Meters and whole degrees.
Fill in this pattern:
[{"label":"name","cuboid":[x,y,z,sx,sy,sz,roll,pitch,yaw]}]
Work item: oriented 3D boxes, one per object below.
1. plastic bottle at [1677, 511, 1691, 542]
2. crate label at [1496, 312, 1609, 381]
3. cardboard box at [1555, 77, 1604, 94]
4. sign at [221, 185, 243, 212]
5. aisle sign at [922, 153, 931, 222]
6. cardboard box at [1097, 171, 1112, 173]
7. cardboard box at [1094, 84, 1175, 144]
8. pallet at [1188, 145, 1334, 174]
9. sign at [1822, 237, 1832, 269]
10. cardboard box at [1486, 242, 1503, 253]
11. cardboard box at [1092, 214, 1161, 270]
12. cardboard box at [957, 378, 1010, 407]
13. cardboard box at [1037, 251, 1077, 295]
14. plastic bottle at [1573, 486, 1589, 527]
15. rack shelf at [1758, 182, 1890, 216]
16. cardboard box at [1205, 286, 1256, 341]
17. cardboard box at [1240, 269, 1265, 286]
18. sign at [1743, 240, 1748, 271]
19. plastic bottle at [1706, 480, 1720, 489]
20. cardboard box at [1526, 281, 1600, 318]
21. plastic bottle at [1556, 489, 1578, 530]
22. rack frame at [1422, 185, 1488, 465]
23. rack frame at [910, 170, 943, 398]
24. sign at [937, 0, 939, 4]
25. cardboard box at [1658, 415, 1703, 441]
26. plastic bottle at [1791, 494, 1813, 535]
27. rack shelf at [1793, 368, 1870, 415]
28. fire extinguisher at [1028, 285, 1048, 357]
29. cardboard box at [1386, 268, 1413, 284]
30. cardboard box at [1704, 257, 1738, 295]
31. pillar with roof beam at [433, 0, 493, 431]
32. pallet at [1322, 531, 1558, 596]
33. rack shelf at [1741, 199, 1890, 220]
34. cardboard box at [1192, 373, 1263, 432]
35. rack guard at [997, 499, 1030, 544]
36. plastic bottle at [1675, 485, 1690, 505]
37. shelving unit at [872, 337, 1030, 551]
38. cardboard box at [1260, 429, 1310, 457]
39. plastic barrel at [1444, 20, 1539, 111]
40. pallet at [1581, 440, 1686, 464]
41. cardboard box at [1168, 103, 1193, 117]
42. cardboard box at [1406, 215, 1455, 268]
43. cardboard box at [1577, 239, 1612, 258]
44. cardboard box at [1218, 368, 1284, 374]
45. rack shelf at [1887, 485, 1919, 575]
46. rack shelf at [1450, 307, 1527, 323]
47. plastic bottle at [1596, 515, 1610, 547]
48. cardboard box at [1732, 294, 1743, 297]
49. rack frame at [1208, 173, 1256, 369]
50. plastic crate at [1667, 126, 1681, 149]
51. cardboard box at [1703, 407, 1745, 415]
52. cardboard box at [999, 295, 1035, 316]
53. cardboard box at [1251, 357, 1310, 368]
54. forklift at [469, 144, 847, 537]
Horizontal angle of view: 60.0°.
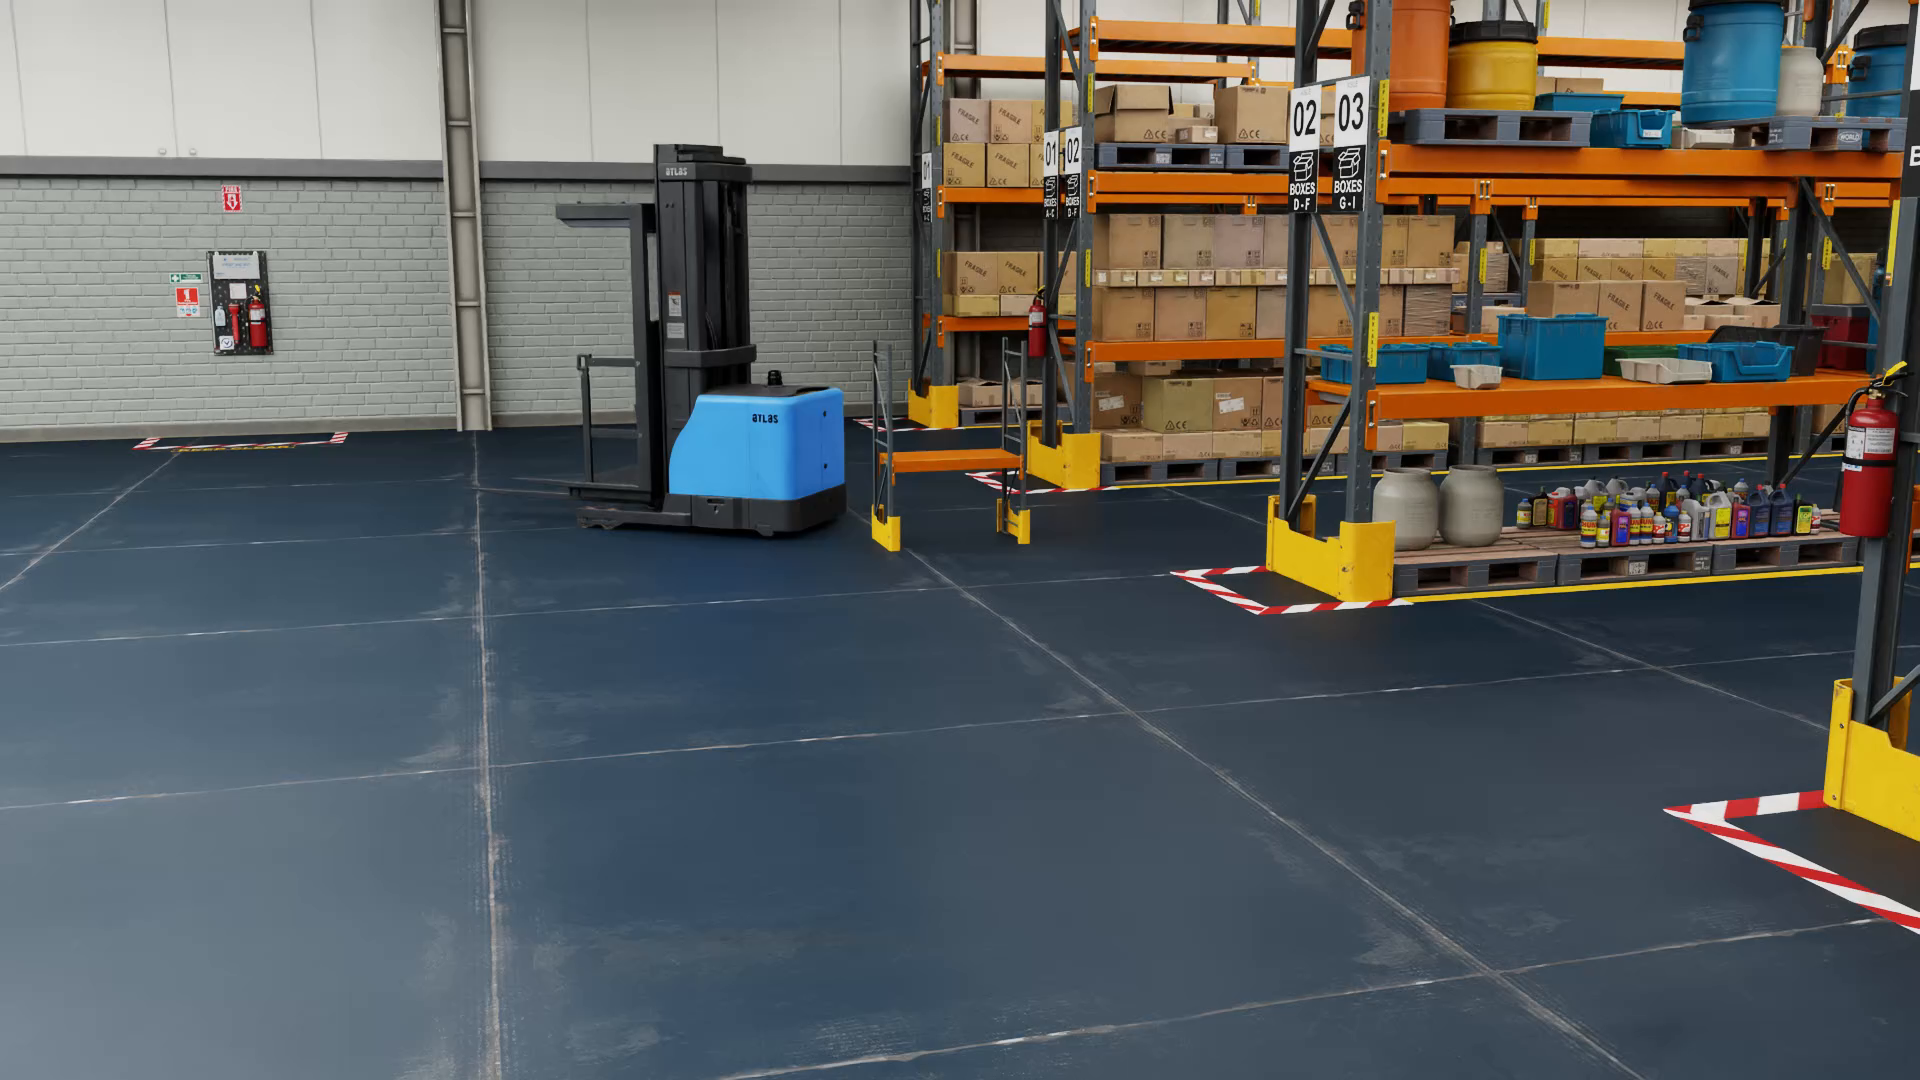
[{"label":"plastic bottle","cuboid":[4.910,-0.095,11.293,0.097,0.201,0.097,0,10,0]},{"label":"crate label","cuboid":[4.056,-1.337,11.428,0.616,0.435,0.502,-3,11,-16]},{"label":"cardboard box","cuboid":[5.968,-4.277,16.395,0.500,0.500,0.500,-2,11,-10]},{"label":"sign","cuboid":[-8.154,-3.823,18.624,0.199,0.298,0.001,-3,11,-16]},{"label":"aisle sign","cuboid":[-0.390,-4.125,19.487,0.004,0.787,0.394,-3,11,-16]},{"label":"cardboard box","cuboid":[1.518,-4.488,20.026,0.500,0.500,0.500,-2,11,-12]},{"label":"cardboard box","cuboid":[1.537,-3.871,15.171,0.637,0.503,0.797,-2,11,-12]},{"label":"pallet","cuboid":[2.844,-3.566,15.594,1.213,0.211,1.003,-3,11,-16]},{"label":"sign","cuboid":[8.823,-2.919,16.920,0.005,0.325,0.100,-3,11,-16]},{"label":"cardboard box","cuboid":[6.954,-3.869,21.993,0.250,0.149,0.380,-5,11,-23]},{"label":"cardboard box","cuboid":[1.486,-2.752,15.353,0.500,0.500,0.700,-3,11,-16]},{"label":"cardboard box","cuboid":[0.285,-1.815,20.334,0.500,0.311,0.500,-4,11,-22]},{"label":"cardboard box","cuboid":[1.113,-3.227,20.079,0.500,0.500,0.500,-3,11,-18]},{"label":"plastic bottle","cuboid":[4.388,-0.241,11.877,0.135,0.276,0.152,-3,11,-18]},{"label":"rack shelf","cuboid":[10.585,-3.669,17.891,4.000,0.370,1.077,-3,11,-16]},{"label":"cardboard box","cuboid":[2.417,-2.163,15.736,0.500,0.500,0.700,-3,11,-16]},{"label":"cardboard box","cuboid":[2.657,-2.457,15.541,0.250,0.149,0.380,-3,11,-17]},{"label":"sign","cuboid":[8.504,-3.070,17.960,0.005,0.325,0.100,-3,11,-16]},{"label":"plastic bottle","cuboid":[5.474,-0.298,12.188,0.135,0.276,0.152,-3,11,-14]},{"label":"cardboard box","cuboid":[6.072,-2.355,16.780,0.500,0.500,0.500,-2,11,-12]},{"label":"plastic bottle","cuboid":[4.286,-0.219,11.738,0.133,0.283,0.061,-3,11,-16]},{"label":"rack frame","cuboid":[4.824,-2.243,16.448,0.127,3.000,1.000,-3,11,-16]},{"label":"rack frame","cuboid":[-0.404,-2.902,20.025,0.127,3.000,1.000,-3,11,-16]},{"label":"sign","cuboid":[-0.253,-6.256,18.878,0.005,0.325,0.100,-3,11,-16]},{"label":"cardboard box","cuboid":[7.250,-1.179,17.103,0.500,0.250,0.500,-3,11,-15]},{"label":"plastic bottle","cuboid":[5.836,-0.181,11.532,0.133,0.283,0.061,-2,11,-13]},{"label":"rack shelf","cuboid":[8.126,-1.130,12.385,4.000,0.370,1.077,-3,11,-16]},{"label":"fire extinguisher","cuboid":[0.741,-2.078,15.762,0.183,0.674,0.296,-3,11,-16]},{"label":"cardboard box","cuboid":[4.135,-2.535,15.963,0.250,0.149,0.380,-3,11,-18]},{"label":"cardboard box","cuboid":[10.258,-3.620,22.772,0.500,0.500,0.500,-3,11,-15]},{"label":"pillar with roof beam","cuboid":[-4.532,-4.986,14.777,0.400,9.000,9.100,-3,11,-16]},{"label":"pallet","cuboid":[3.206,0.139,11.206,1.213,0.211,1.003,-3,11,-16]},{"label":"rack shelf","cuboid":[13.038,-4.732,23.667,4.000,0.370,1.077,-3,11,-16]},{"label":"cardboard box","cuboid":[2.517,-1.306,15.718,0.500,0.500,0.500,-3,11,-16]},{"label":"rack guard","cuboid":[0.405,-0.144,12.640,0.087,0.250,0.587,-3,11,-16]},{"label":"plastic bottle","cuboid":[5.209,-0.260,11.993,0.097,0.271,0.097,0,10,0]},{"label":"shelving unit","cuboid":[-0.073,-0.734,12.390,1.083,1.500,0.587,-3,11,-16]},{"label":"cardboard box","cuboid":[3.002,-0.959,15.908,0.500,0.250,0.500,-3,11,-16]},{"label":"plastic barrel","cuboid":[3.424,-3.034,10.777,0.600,0.588,0.600,0,10,0]},{"label":"pallet","cuboid":[6.694,-0.979,17.279,1.213,0.211,1.003,-3,11,-16]},{"label":"cardboard box","cuboid":[2.505,-5.028,20.197,0.500,0.500,0.500,-2,11,-13]},{"label":"cardboard box","cuboid":[4.400,-2.907,16.194,0.500,0.500,0.700,-3,11,-16]},{"label":"cardboard box","cuboid":[8.301,-3.886,22.148,0.500,0.250,0.500,-3,11,-17]},{"label":"cardboard box","cuboid":[2.852,-1.421,16.345,0.500,0.500,0.500,-3,11,-16]},{"label":"rack shelf","cuboid":[5.669,-0.066,6.608,4.000,0.370,1.077,-3,11,-16]},{"label":"rack shelf","cuboid":[5.357,-2.852,21.740,4.000,0.370,1.077,-3,11,-16]},{"label":"plastic bottle","cuboid":[4.292,-0.063,11.116,0.097,0.201,0.097,0,10,0]},{"label":"cardboard box","cuboid":[10.636,-3.312,22.893,0.250,0.149,0.380,-3,11,-15]},{"label":"rack frame","cuboid":[3.436,-3.104,21.125,0.127,3.000,1.000,-3,11,-16]},{"label":"plastic crate","cuboid":[4.614,-2.721,11.341,0.450,0.188,0.336,-3,11,-16]},{"label":"cardboard box","cuboid":[7.734,-1.479,17.182,0.500,0.311,0.500,-3,11,-17]},{"label":"cardboard box","cuboid":[0.648,-2.836,20.027,0.500,0.250,0.500,-3,11,-18]},{"label":"cardboard box","cuboid":[4.138,-2.132,21.529,0.500,0.500,0.700,-3,11,-14]},{"label":"forklift","cuboid":[-2.483,-1.608,13.185,3.031,2.935,1.130,4,11,20]}]
